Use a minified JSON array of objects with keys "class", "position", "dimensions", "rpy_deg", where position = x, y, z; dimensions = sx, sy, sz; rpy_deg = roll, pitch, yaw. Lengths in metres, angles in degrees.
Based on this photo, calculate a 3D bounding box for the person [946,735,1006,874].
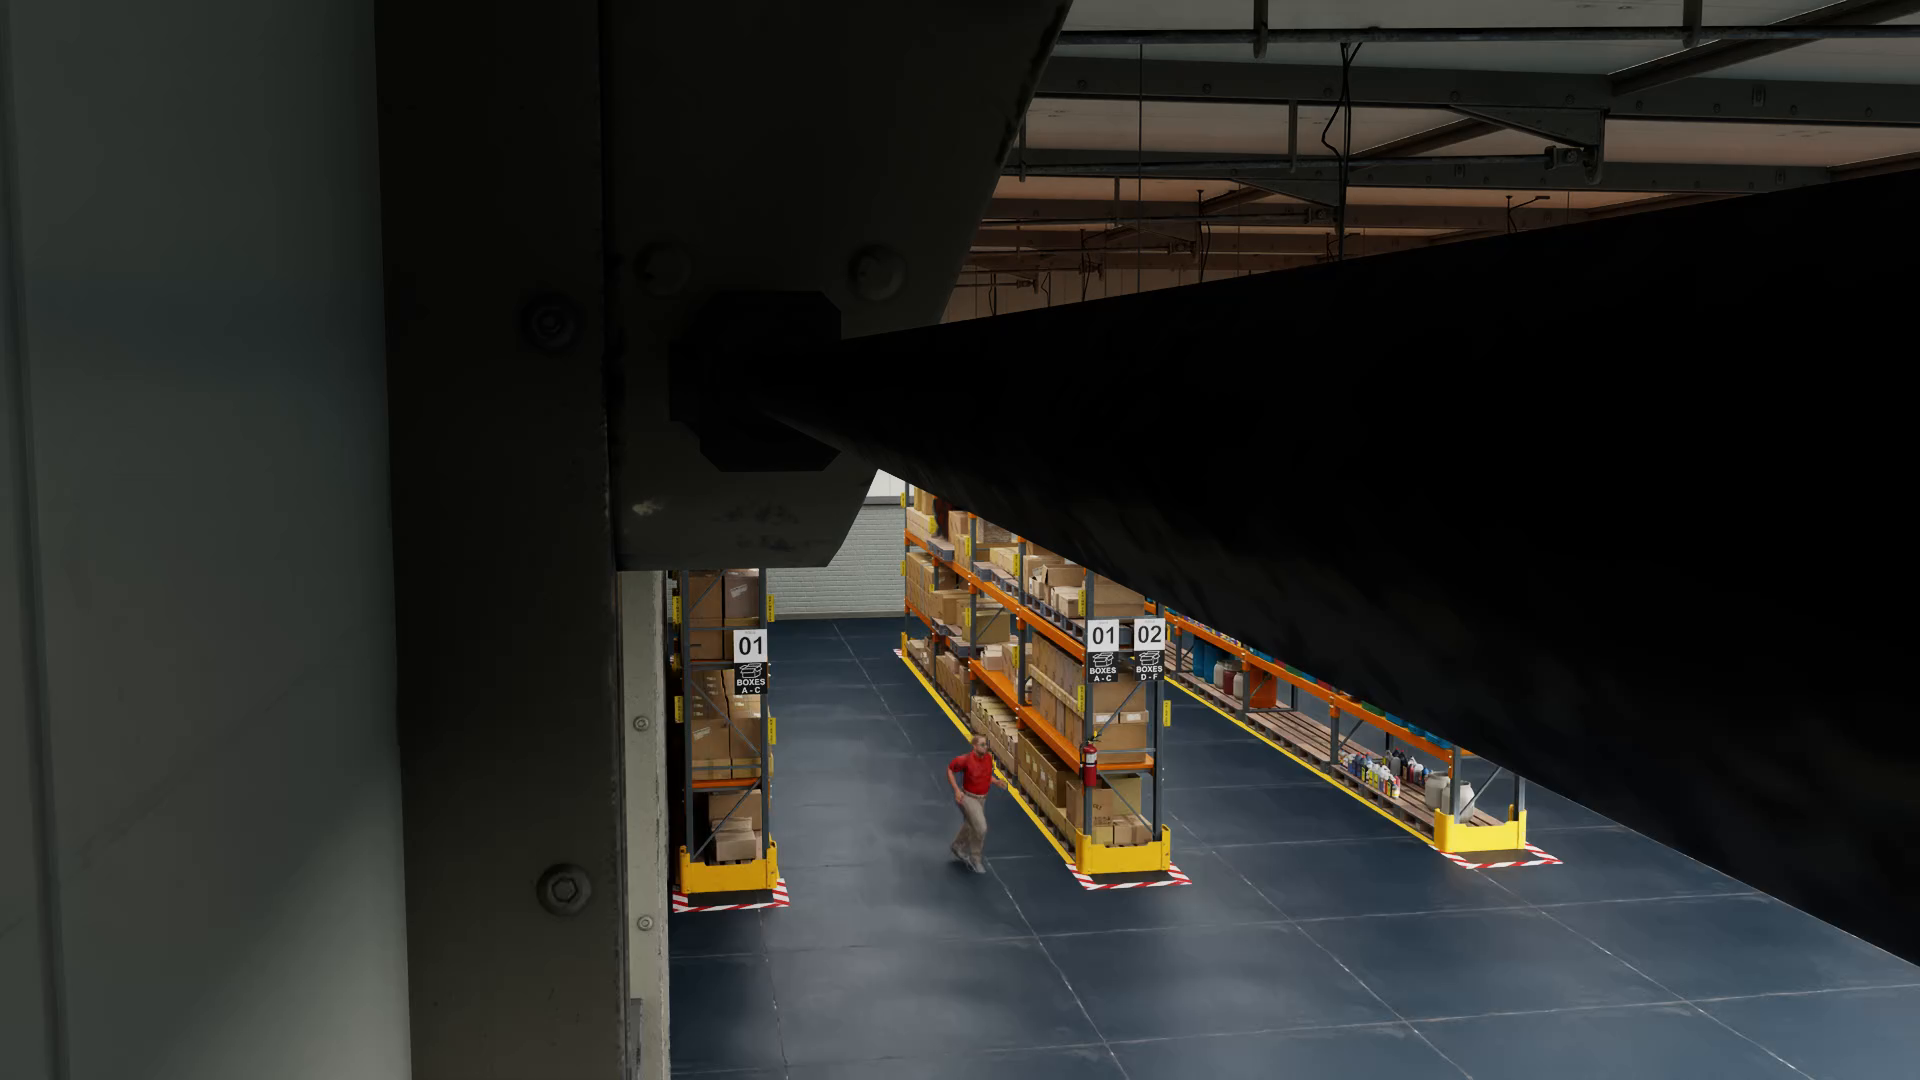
[{"class":"person","position":[0.176,3.333,21.016],"dimensions":[0.888,1.788,0.591],"rpy_deg":[4,7,37]}]
